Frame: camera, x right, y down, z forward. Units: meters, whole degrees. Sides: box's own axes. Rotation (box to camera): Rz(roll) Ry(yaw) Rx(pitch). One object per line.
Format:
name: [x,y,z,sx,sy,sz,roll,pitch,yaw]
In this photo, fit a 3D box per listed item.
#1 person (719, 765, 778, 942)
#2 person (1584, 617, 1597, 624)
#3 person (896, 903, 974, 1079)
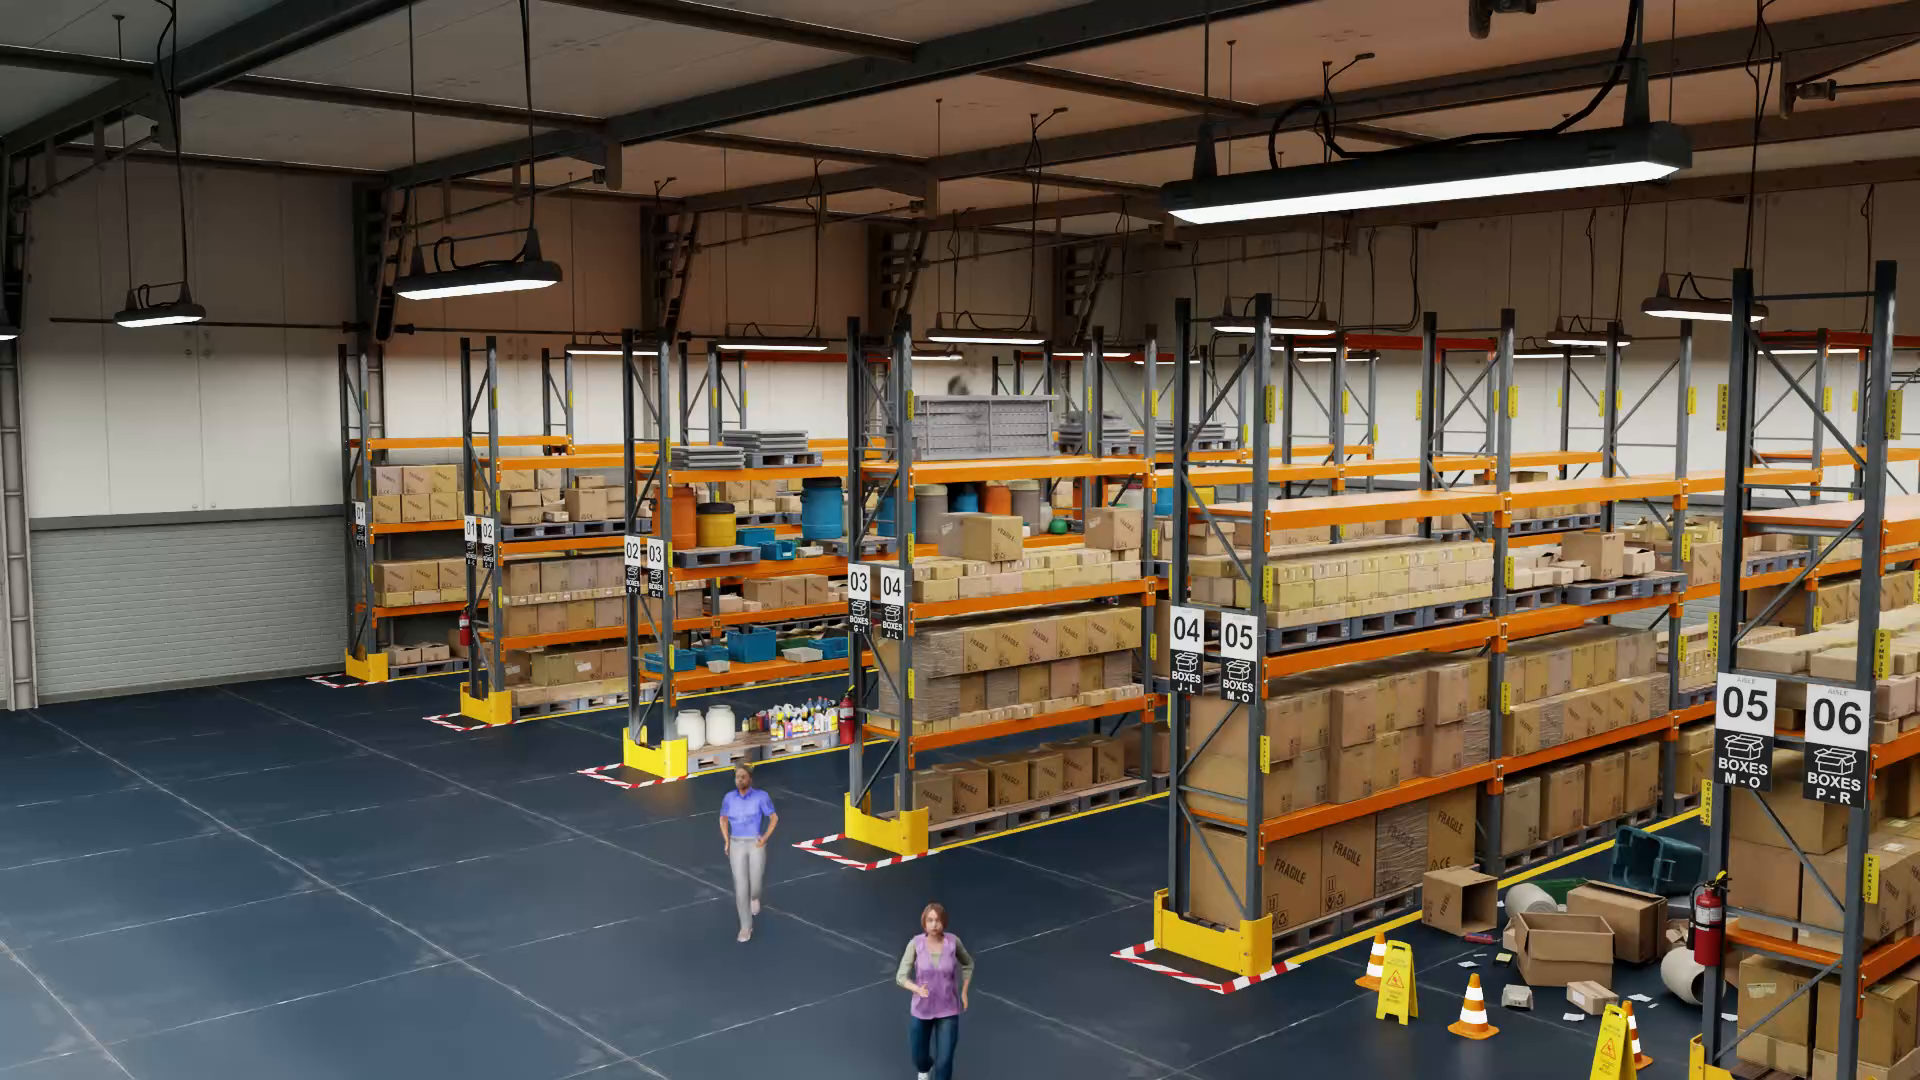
person: [-2.025,2.948,15.876,0.576,1.638,0.615,0,5,2]
person: [9.815,1.998,25.959,0.543,1.696,0.892,4,6,37]
person: [-0.172,3.334,11.722,0.552,1.561,0.819,0,5,-1]
